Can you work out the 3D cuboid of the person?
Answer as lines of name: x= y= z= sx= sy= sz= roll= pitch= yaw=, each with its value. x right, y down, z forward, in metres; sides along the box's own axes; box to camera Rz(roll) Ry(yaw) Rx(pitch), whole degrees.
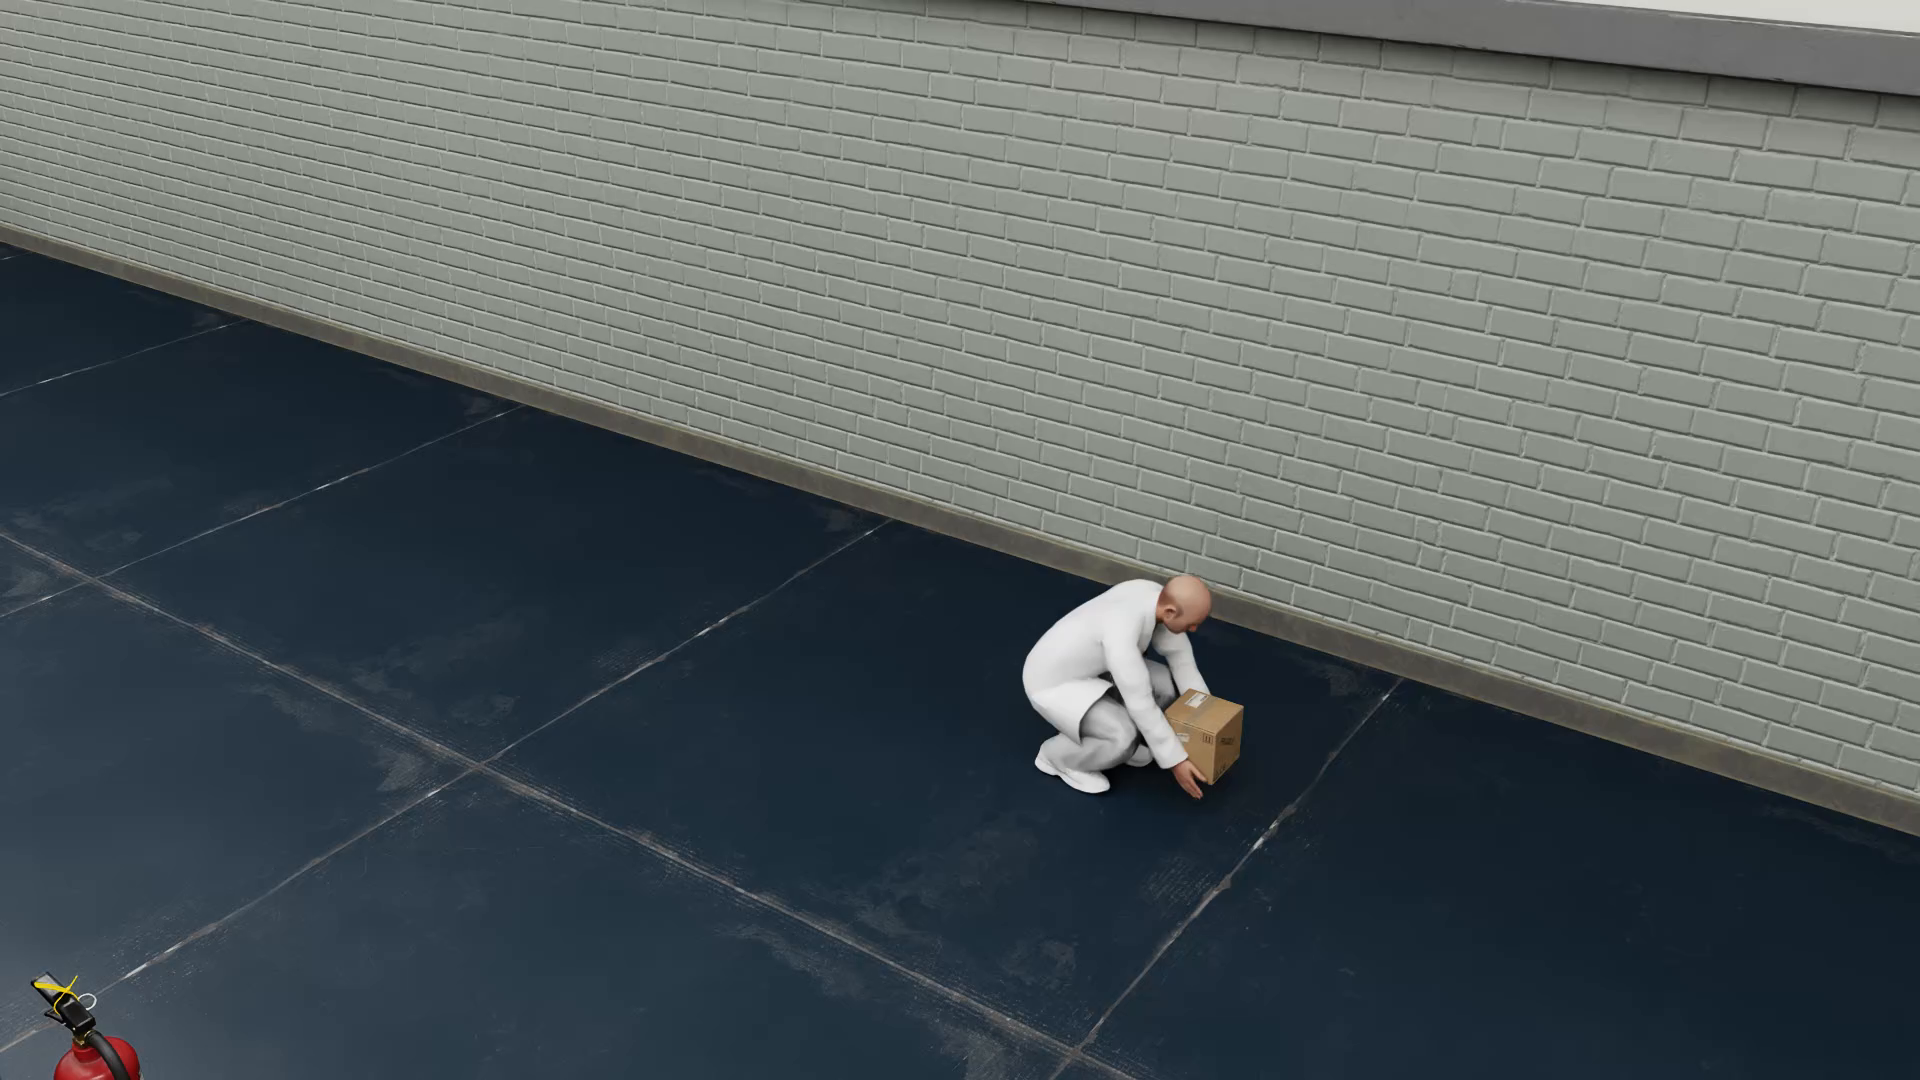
person: x=0.692 y=0.569 z=6.888 sx=0.910 sy=0.988 sz=0.589 roll=17 pitch=31 yaw=30
